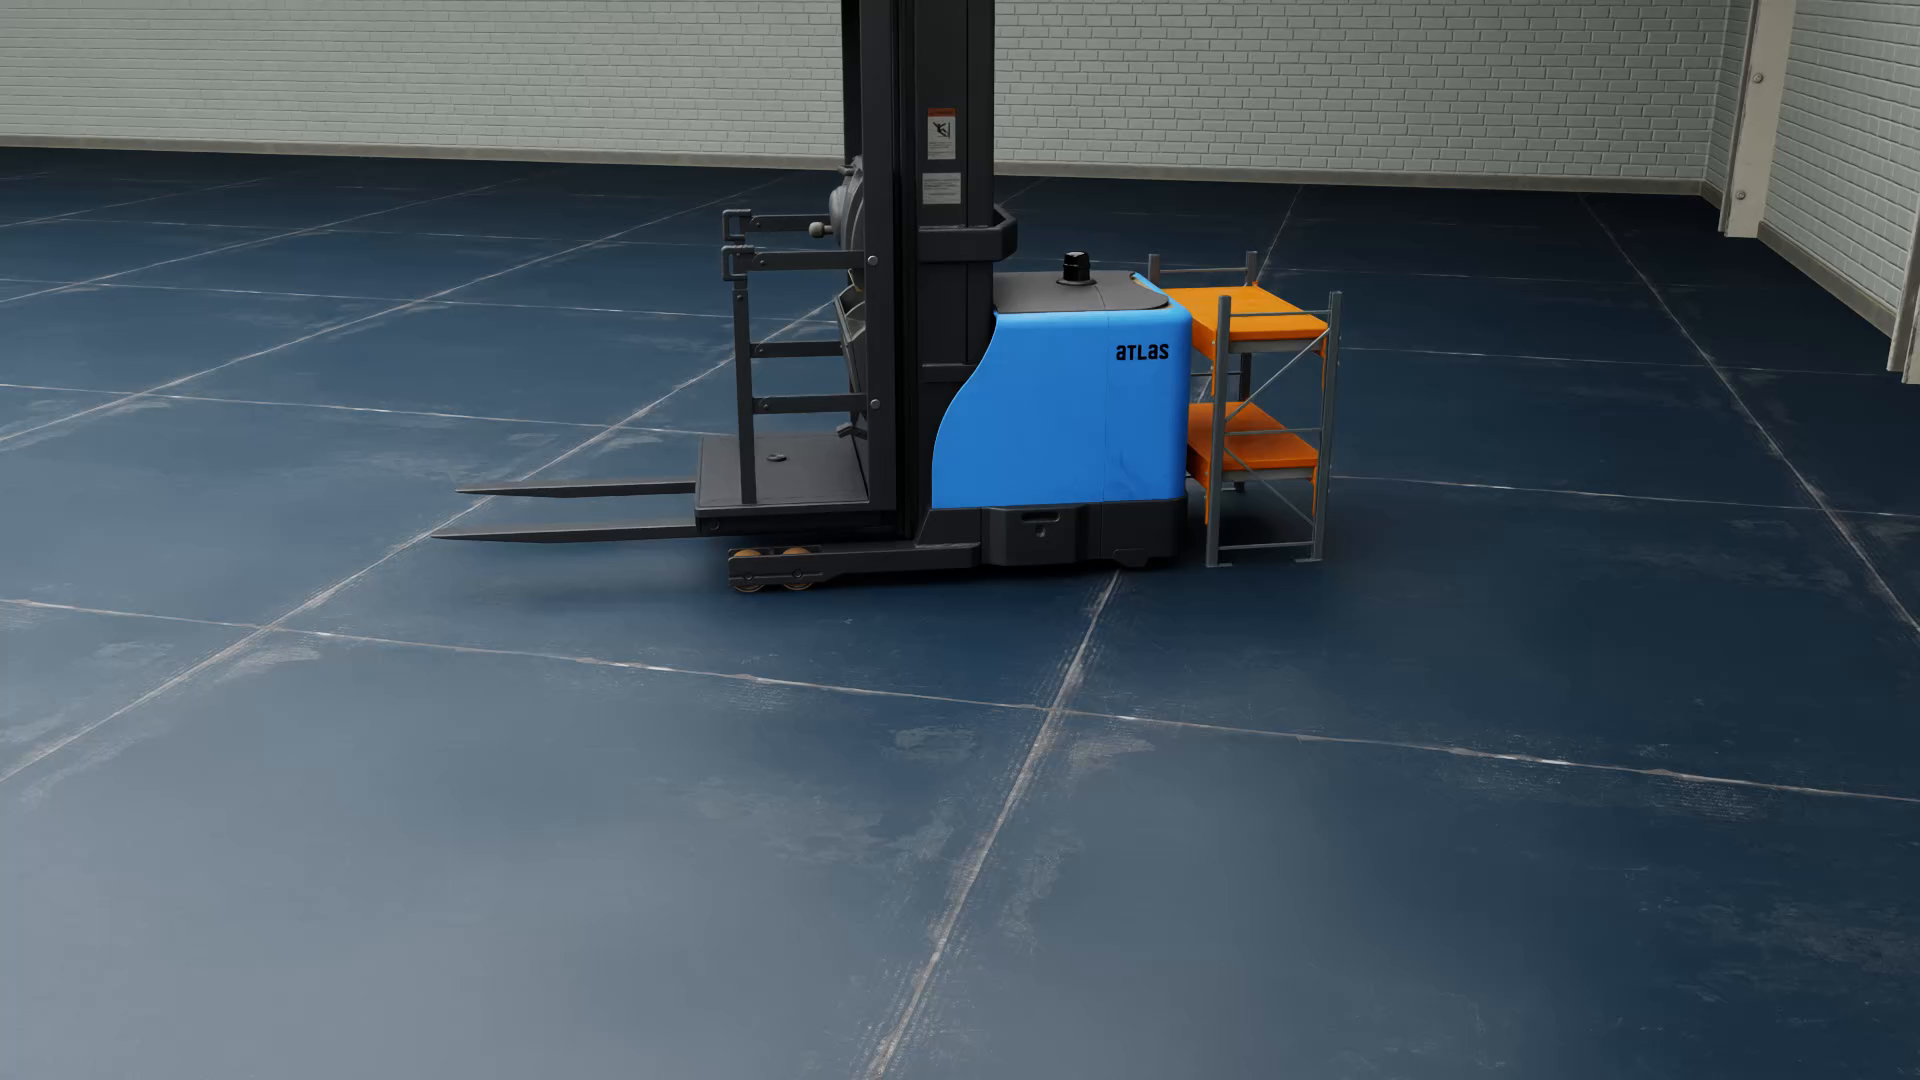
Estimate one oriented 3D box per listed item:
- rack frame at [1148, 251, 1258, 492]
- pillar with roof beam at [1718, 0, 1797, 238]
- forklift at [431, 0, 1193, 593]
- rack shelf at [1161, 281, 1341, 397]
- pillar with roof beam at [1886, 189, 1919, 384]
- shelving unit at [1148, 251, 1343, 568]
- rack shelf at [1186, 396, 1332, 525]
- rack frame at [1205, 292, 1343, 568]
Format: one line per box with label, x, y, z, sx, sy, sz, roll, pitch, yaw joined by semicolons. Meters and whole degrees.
rack frame;1.096;-0.759;7.669;0.500;1.125;0.032;-3;19;-9
pillar with roof beam;3.123;-7.464;15.117;9.100;9.000;0.400;5;19;13
forklift;-0.625;-1.361;6.637;3.031;2.935;1.130;-2;19;-7
rack shelf;1.179;-0.874;7.100;0.538;0.278;1.000;-3;19;-9
pillar with roof beam;1.657;-5.583;9.611;9.100;9.000;0.400;5;19;13
shelving unit;1.179;-0.597;7.195;0.538;1.125;1.048;-3;19;-9
rack shelf;1.179;-0.365;7.274;0.538;0.278;1.000;-3;19;-9
rack frame;1.262;-0.435;6.720;0.500;1.125;0.032;-3;19;-9
